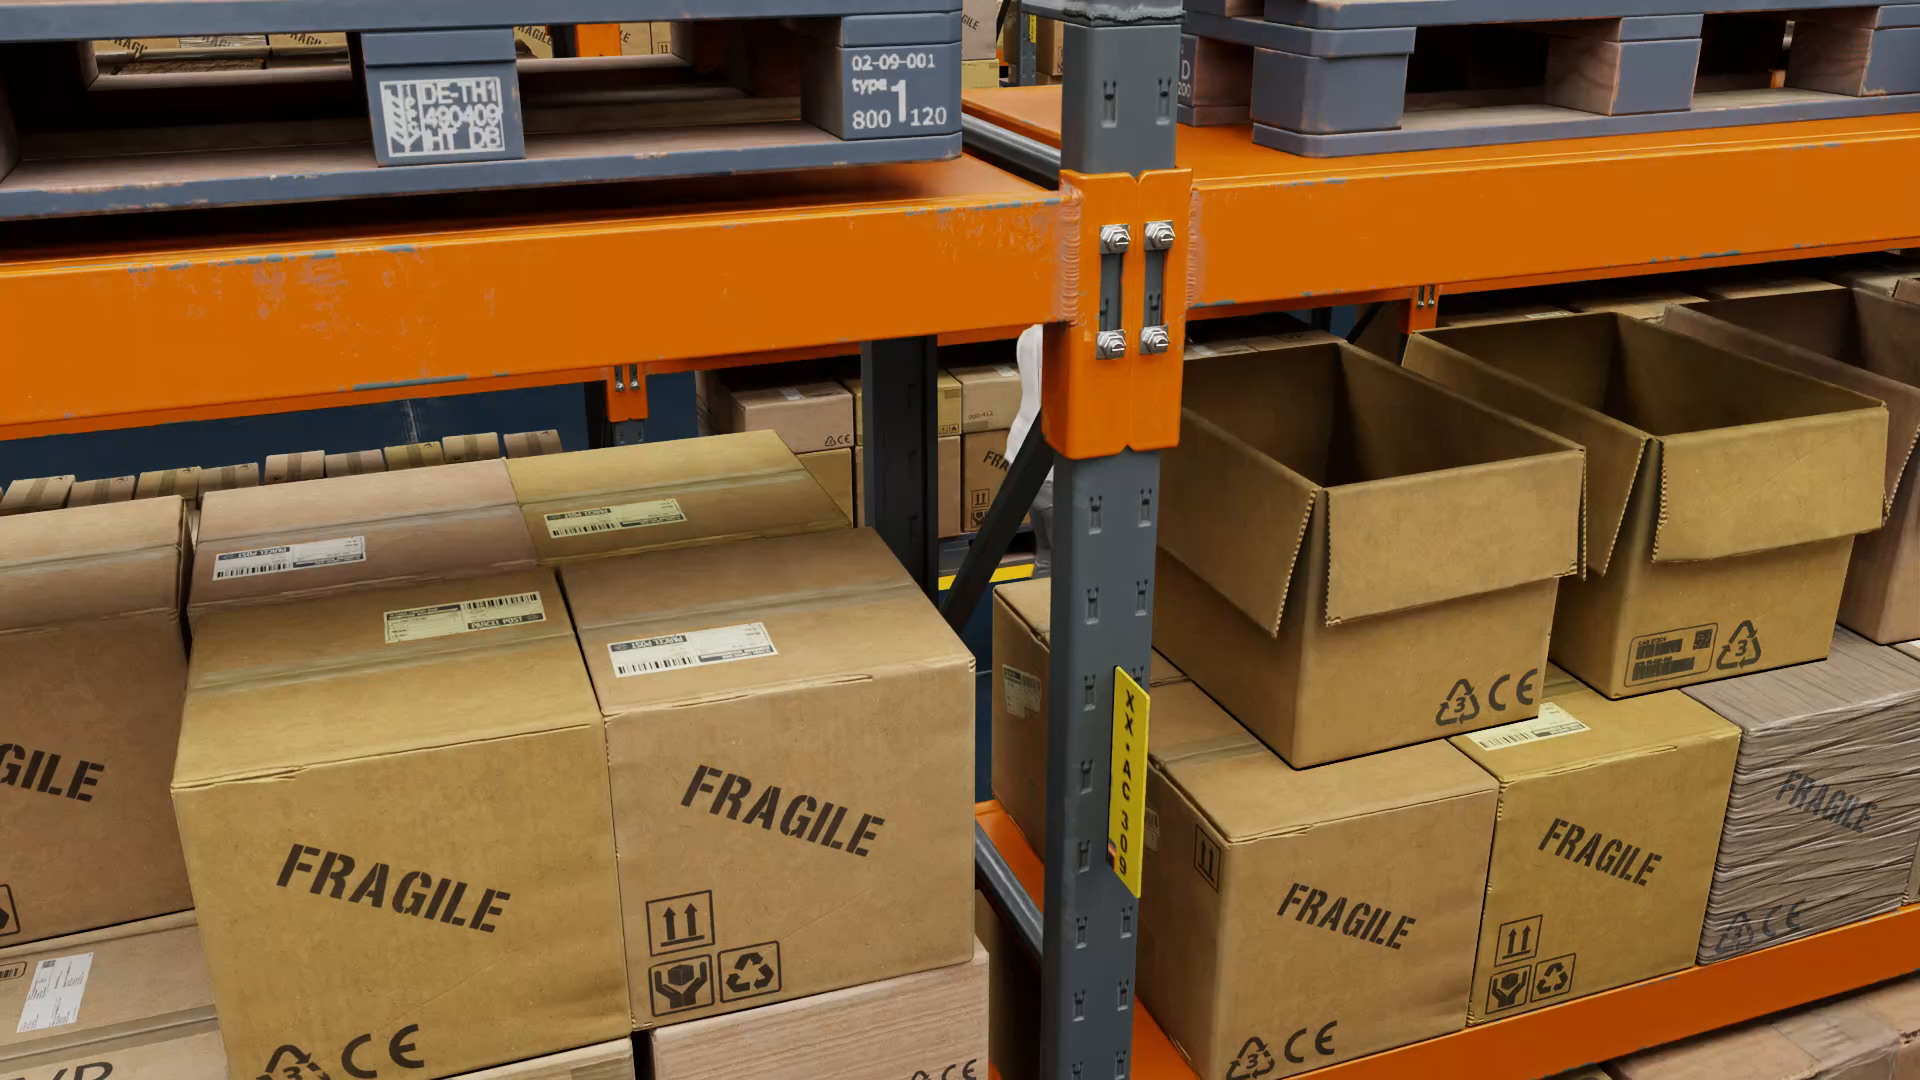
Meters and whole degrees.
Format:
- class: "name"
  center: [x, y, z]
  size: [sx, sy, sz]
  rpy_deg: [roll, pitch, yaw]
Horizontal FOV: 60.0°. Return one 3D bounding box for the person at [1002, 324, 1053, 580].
- class: "person"
  center: [0.442, -0.301, 6.780]
  size: [0.521, 1.779, 0.532]
  rpy_deg: [-8, 24, -20]
